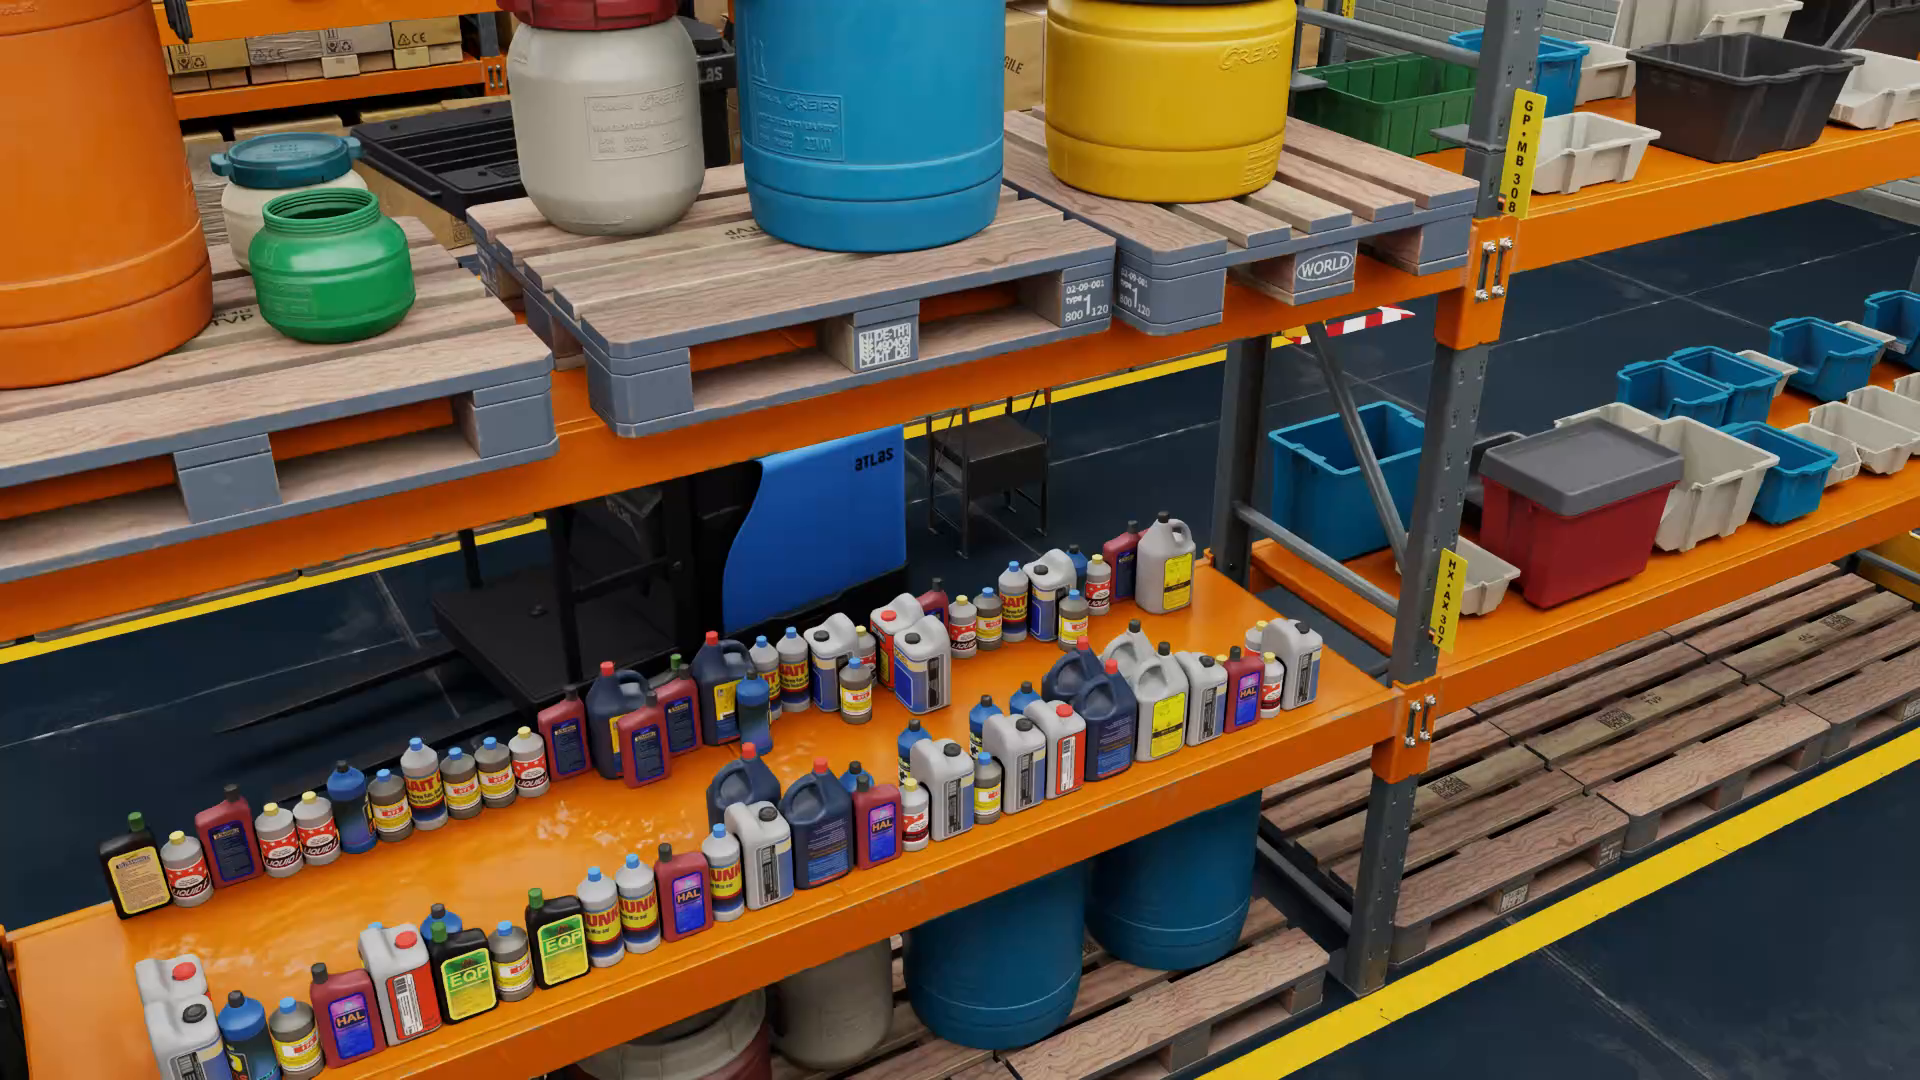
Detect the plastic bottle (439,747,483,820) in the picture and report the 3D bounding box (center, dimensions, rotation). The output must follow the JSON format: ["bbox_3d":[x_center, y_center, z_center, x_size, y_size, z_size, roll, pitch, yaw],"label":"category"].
[{"bbox_3d":[-1.393,0.670,4.637,0.097,0.201,0.097,0,29,0],"label":"plastic bottle"}]

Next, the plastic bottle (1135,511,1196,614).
[{"bbox_3d":[0.693,0.060,5.588,0.185,0.351,0.144,-16,33,-26],"label":"plastic bottle"}]

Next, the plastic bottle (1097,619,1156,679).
[{"bbox_3d":[0.496,0.400,4.972,0.185,0.351,0.144,-16,33,-26],"label":"plastic bottle"}]

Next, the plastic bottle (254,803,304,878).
[{"bbox_3d":[-1.813,0.789,4.421,0.097,0.201,0.097,0,29,0],"label":"plastic bottle"}]

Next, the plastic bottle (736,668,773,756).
[{"bbox_3d":[-0.604,0.496,4.879,0.097,0.271,0.097,0,29,0],"label":"plastic bottle"}]

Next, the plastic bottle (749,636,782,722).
[{"bbox_3d":[-0.593,0.412,5.031,0.097,0.271,0.097,0,29,0],"label":"plastic bottle"}]

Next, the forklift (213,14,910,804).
[{"bbox_3d":[-1.708,-0.648,6.891,3.031,2.935,1.130,-21,35,-33],"label":"forklift"}]

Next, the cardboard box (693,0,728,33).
[{"bbox_3d":[-2.093,-4.666,13.790,0.700,0.700,0.980,-18,33,-29],"label":"cardboard box"}]

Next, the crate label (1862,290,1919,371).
[{"bbox_3d":[4.264,-0.932,7.445,0.303,0.233,0.416,-16,33,-26],"label":"crate label"}]

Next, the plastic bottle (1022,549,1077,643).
[{"bbox_3d":[0.288,0.176,5.456,0.135,0.276,0.152,-16,33,-26],"label":"plastic bottle"}]

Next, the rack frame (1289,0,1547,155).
[{"bbox_3d":[1.195,-2.549,4.056,0.127,3.000,1.000,-16,33,-26],"label":"rack frame"}]

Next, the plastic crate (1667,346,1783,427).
[{"bbox_3d":[3.129,-0.609,6.861,0.300,0.233,0.416,-16,33,-26],"label":"plastic crate"}]

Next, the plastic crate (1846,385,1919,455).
[{"bbox_3d":[3.775,-0.473,6.713,0.243,0.136,0.396,-16,33,-26],"label":"plastic crate"}]

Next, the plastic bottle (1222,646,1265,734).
[{"bbox_3d":[0.843,0.435,4.978,0.133,0.283,0.061,-16,33,-26],"label":"plastic bottle"}]

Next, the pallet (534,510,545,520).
[{"bbox_3d":[-1.993,-0.551,9.531,1.213,0.211,1.003,-16,33,-26],"label":"pallet"}]

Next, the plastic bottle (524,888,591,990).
[{"bbox_3d":[-0.980,0.953,4.040,0.133,0.283,0.061,-16,33,-26],"label":"plastic bottle"}]

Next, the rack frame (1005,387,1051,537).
[{"bbox_3d":[0.353,-1.020,8.424,0.015,2.100,0.400,-16,33,-26],"label":"rack frame"}]

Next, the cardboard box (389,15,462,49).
[{"bbox_3d":[-4.094,-4.015,12.488,0.500,0.500,0.500,-16,33,-27],"label":"cardboard box"}]

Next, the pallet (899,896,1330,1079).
[{"bbox_3d":[0.509,1.470,5.869,1.213,0.211,1.003,-16,33,-26],"label":"pallet"}]

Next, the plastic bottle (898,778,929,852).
[{"bbox_3d":[-0.133,0.738,4.514,0.097,0.201,0.097,0,29,0],"label":"plastic bottle"}]

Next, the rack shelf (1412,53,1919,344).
[{"bbox_3d":[2.920,-1.411,5.842,4.000,0.370,1.077,-16,33,-26],"label":"rack shelf"}]

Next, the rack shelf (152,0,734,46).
[{"bbox_3d":[-3.035,-2.496,7.808,4.000,0.370,1.077,-16,33,-26],"label":"rack shelf"}]

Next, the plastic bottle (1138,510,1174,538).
[{"bbox_3d":[0.663,0.040,5.693,0.133,0.283,0.061,-16,33,-26],"label":"plastic bottle"}]

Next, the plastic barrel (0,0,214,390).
[{"bbox_3d":[-1.763,-0.767,3.051,0.708,0.830,0.600,-16,33,-26],"label":"plastic barrel"}]

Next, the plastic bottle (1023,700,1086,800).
[{"bbox_3d":[0.269,0.576,4.731,0.135,0.276,0.152,-16,33,-26],"label":"plastic bottle"}]

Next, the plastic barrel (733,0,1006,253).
[{"bbox_3d":[-0.199,-1.158,3.686,0.708,0.901,0.600,-16,33,-26],"label":"plastic barrel"}]

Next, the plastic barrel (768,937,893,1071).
[{"bbox_3d":[-0.425,1.383,5.280,0.421,0.512,0.421,0,29,0],"label":"plastic barrel"}]

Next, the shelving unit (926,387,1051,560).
[{"bbox_3d":[0.143,-0.960,8.316,0.503,2.100,0.431,-16,33,-26],"label":"shelving unit"}]

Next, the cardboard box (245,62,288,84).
[{"bbox_3d":[-5.089,-3.455,12.146,0.250,0.149,0.380,-17,33,-28],"label":"cardboard box"}]

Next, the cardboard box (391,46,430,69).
[{"bbox_3d":[-4.177,-3.676,12.546,0.250,0.149,0.380,-15,32,-25],"label":"cardboard box"}]

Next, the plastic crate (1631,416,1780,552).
[{"bbox_3d":[2.605,-0.194,6.058,0.530,0.282,0.437,-16,33,-26],"label":"plastic crate"}]

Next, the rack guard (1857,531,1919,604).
[{"bbox_3d":[4.658,0.181,7.904,0.348,0.500,1.175,-16,33,-26],"label":"rack guard"}]

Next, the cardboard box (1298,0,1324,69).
[{"bbox_3d":[1.893,-3.224,10.350,0.500,0.500,0.500,-16,33,-27],"label":"cardboard box"}]

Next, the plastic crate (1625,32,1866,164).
[{"bbox_3d":[2.405,-1.369,5.156,0.590,0.269,0.497,-16,33,-26],"label":"plastic crate"}]

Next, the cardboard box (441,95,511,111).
[{"bbox_3d":[-2.393,-1.997,8.727,0.500,0.500,0.700,-11,31,-19],"label":"cardboard box"}]

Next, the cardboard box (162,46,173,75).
[{"bbox_3d":[-5.839,-3.511,11.576,0.500,0.500,0.500,-16,33,-27],"label":"cardboard box"}]

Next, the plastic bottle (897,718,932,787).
[{"bbox_3d":[-0.126,0.620,4.656,0.097,0.271,0.097,0,29,0],"label":"plastic bottle"}]

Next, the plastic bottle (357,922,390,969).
[{"bbox_3d":[-1.397,1.011,4.018,0.097,0.201,0.097,0,29,0],"label":"plastic bottle"}]

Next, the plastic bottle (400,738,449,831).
[{"bbox_3d":[-1.477,0.663,4.576,0.097,0.271,0.097,0,29,0],"label":"plastic bottle"}]

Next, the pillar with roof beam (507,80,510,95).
[{"bbox_3d":[-1.478,-5.415,9.248,0.400,9.000,9.100,-16,33,-26],"label":"pillar with roof beam"}]

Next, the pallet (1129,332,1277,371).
[{"bbox_3d":[1.385,-1.531,11.306,1.213,0.211,1.003,-16,33,-26],"label":"pallet"}]

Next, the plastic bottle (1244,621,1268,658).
[{"bbox_3d":[0.940,0.348,5.221,0.097,0.201,0.097,0,29,0],"label":"plastic bottle"}]

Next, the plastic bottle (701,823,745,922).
[{"bbox_3d":[-0.607,0.842,4.253,0.097,0.271,0.097,0,29,0],"label":"plastic bottle"}]

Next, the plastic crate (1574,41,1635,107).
[{"bbox_3d":[2.099,-1.591,5.696,0.466,0.136,0.293,-16,33,-26],"label":"plastic crate"}]

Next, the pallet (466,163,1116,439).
[{"bbox_3d":[-0.407,-0.642,3.900,1.213,0.211,1.003,-16,33,-26],"label":"pallet"}]

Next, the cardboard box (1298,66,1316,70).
[{"bbox_3d":[1.889,-2.787,10.592,0.500,0.500,0.500,-15,32,-25],"label":"cardboard box"}]

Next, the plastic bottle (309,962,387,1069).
[{"bbox_3d":[-1.410,1.075,3.819,0.133,0.283,0.061,-16,33,-26],"label":"plastic bottle"}]
